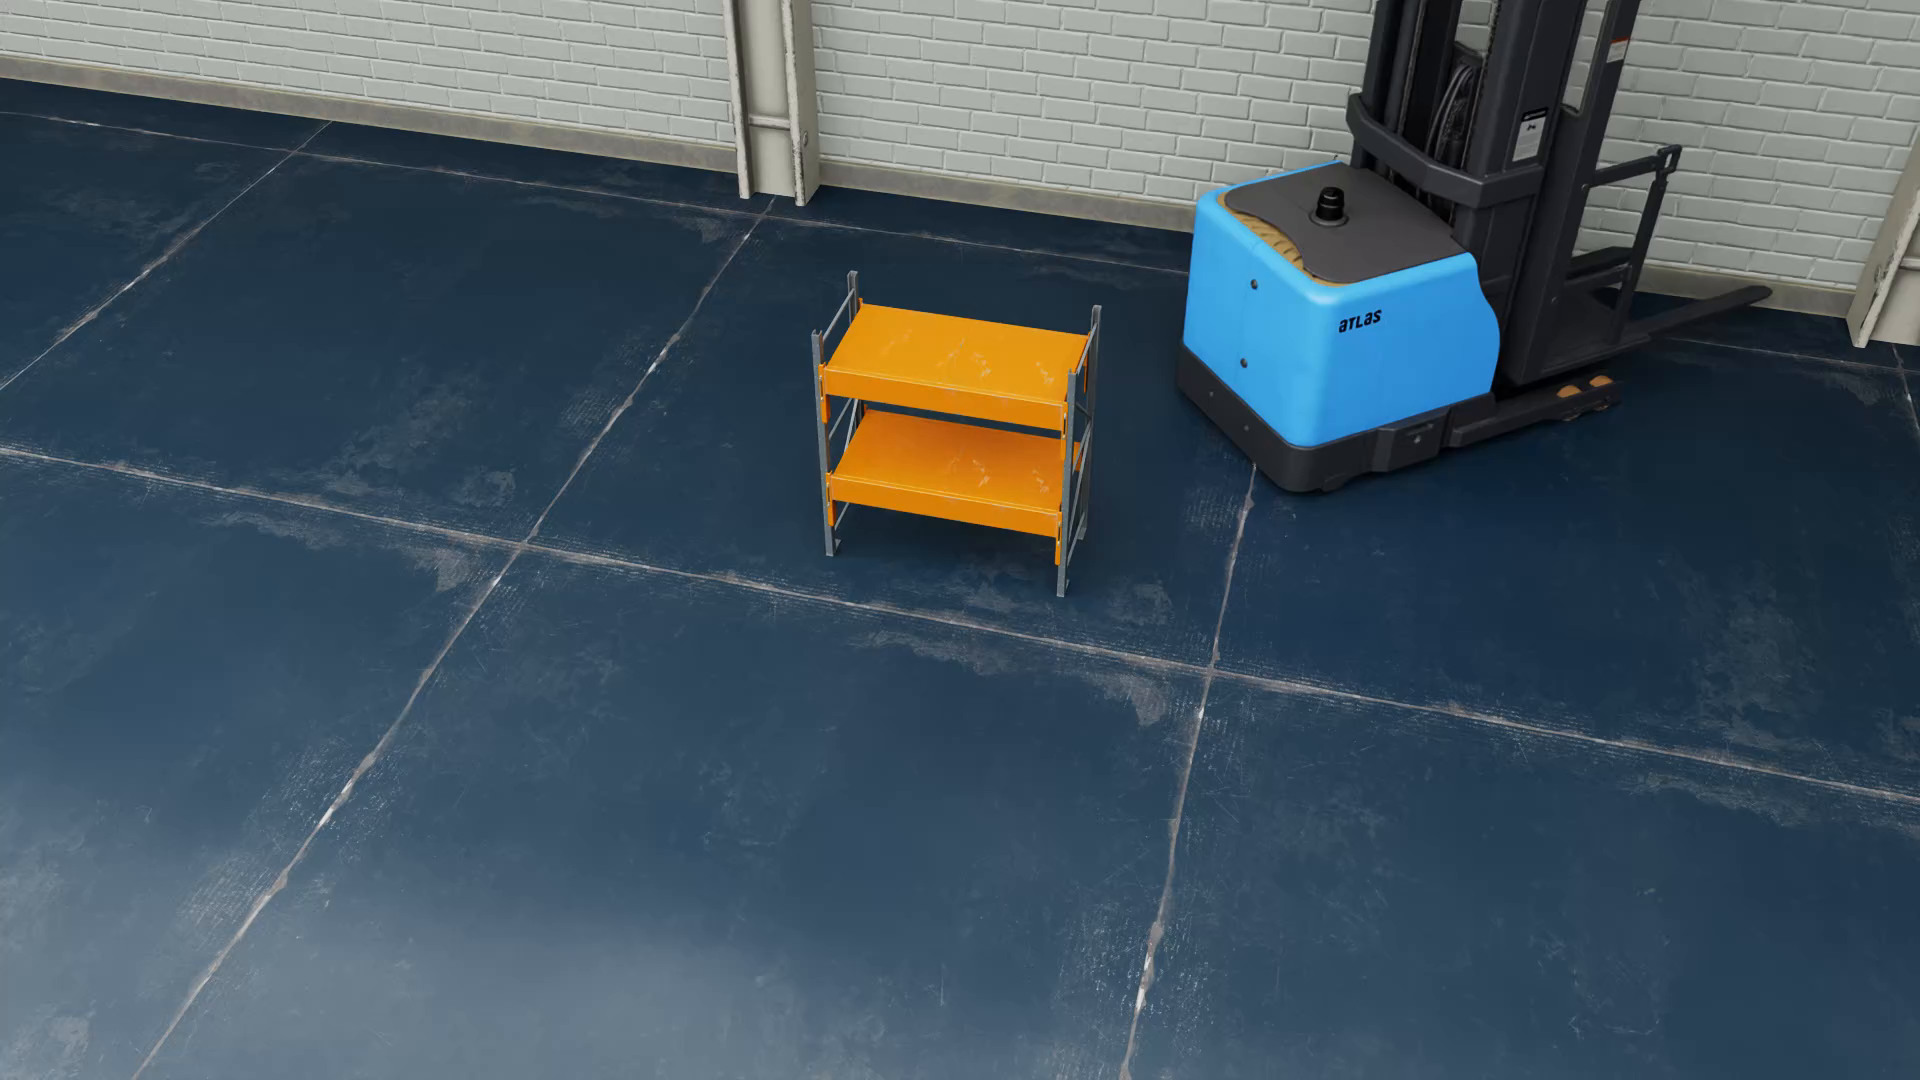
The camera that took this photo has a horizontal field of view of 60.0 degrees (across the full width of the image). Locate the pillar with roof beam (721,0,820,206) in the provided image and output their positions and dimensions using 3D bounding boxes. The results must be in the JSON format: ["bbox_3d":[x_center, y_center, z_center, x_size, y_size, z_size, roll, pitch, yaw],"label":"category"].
[{"bbox_3d":[-2.154,-2.812,3.601,0.400,9.000,9.100,10,41,11],"label":"pillar with roof beam"}]

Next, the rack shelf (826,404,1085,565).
[{"bbox_3d":[-0.007,-0.245,7.047,1.000,0.278,0.538,10,41,11],"label":"rack shelf"}]

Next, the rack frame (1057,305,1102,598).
[{"bbox_3d":[0.485,-0.347,6.789,0.032,1.125,0.500,10,41,11],"label":"rack frame"}]

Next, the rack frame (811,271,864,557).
[{"bbox_3d":[-0.498,-0.516,6.990,0.032,1.125,0.500,10,41,11],"label":"rack frame"}]

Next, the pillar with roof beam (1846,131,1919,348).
[{"bbox_3d":[3.642,-1.814,2.413,0.400,9.000,9.100,10,41,11],"label":"pillar with roof beam"}]

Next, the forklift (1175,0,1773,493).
[{"bbox_3d":[2.600,-1.980,7.328,3.031,2.935,1.130,-17,43,-19],"label":"forklift"}]

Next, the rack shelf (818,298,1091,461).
[{"bbox_3d":[-0.007,-0.656,6.701,1.000,0.278,0.538,10,41,11],"label":"rack shelf"}]

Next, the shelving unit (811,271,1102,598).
[{"bbox_3d":[-0.007,-0.432,6.890,1.048,1.125,0.538,10,41,11],"label":"shelving unit"}]
